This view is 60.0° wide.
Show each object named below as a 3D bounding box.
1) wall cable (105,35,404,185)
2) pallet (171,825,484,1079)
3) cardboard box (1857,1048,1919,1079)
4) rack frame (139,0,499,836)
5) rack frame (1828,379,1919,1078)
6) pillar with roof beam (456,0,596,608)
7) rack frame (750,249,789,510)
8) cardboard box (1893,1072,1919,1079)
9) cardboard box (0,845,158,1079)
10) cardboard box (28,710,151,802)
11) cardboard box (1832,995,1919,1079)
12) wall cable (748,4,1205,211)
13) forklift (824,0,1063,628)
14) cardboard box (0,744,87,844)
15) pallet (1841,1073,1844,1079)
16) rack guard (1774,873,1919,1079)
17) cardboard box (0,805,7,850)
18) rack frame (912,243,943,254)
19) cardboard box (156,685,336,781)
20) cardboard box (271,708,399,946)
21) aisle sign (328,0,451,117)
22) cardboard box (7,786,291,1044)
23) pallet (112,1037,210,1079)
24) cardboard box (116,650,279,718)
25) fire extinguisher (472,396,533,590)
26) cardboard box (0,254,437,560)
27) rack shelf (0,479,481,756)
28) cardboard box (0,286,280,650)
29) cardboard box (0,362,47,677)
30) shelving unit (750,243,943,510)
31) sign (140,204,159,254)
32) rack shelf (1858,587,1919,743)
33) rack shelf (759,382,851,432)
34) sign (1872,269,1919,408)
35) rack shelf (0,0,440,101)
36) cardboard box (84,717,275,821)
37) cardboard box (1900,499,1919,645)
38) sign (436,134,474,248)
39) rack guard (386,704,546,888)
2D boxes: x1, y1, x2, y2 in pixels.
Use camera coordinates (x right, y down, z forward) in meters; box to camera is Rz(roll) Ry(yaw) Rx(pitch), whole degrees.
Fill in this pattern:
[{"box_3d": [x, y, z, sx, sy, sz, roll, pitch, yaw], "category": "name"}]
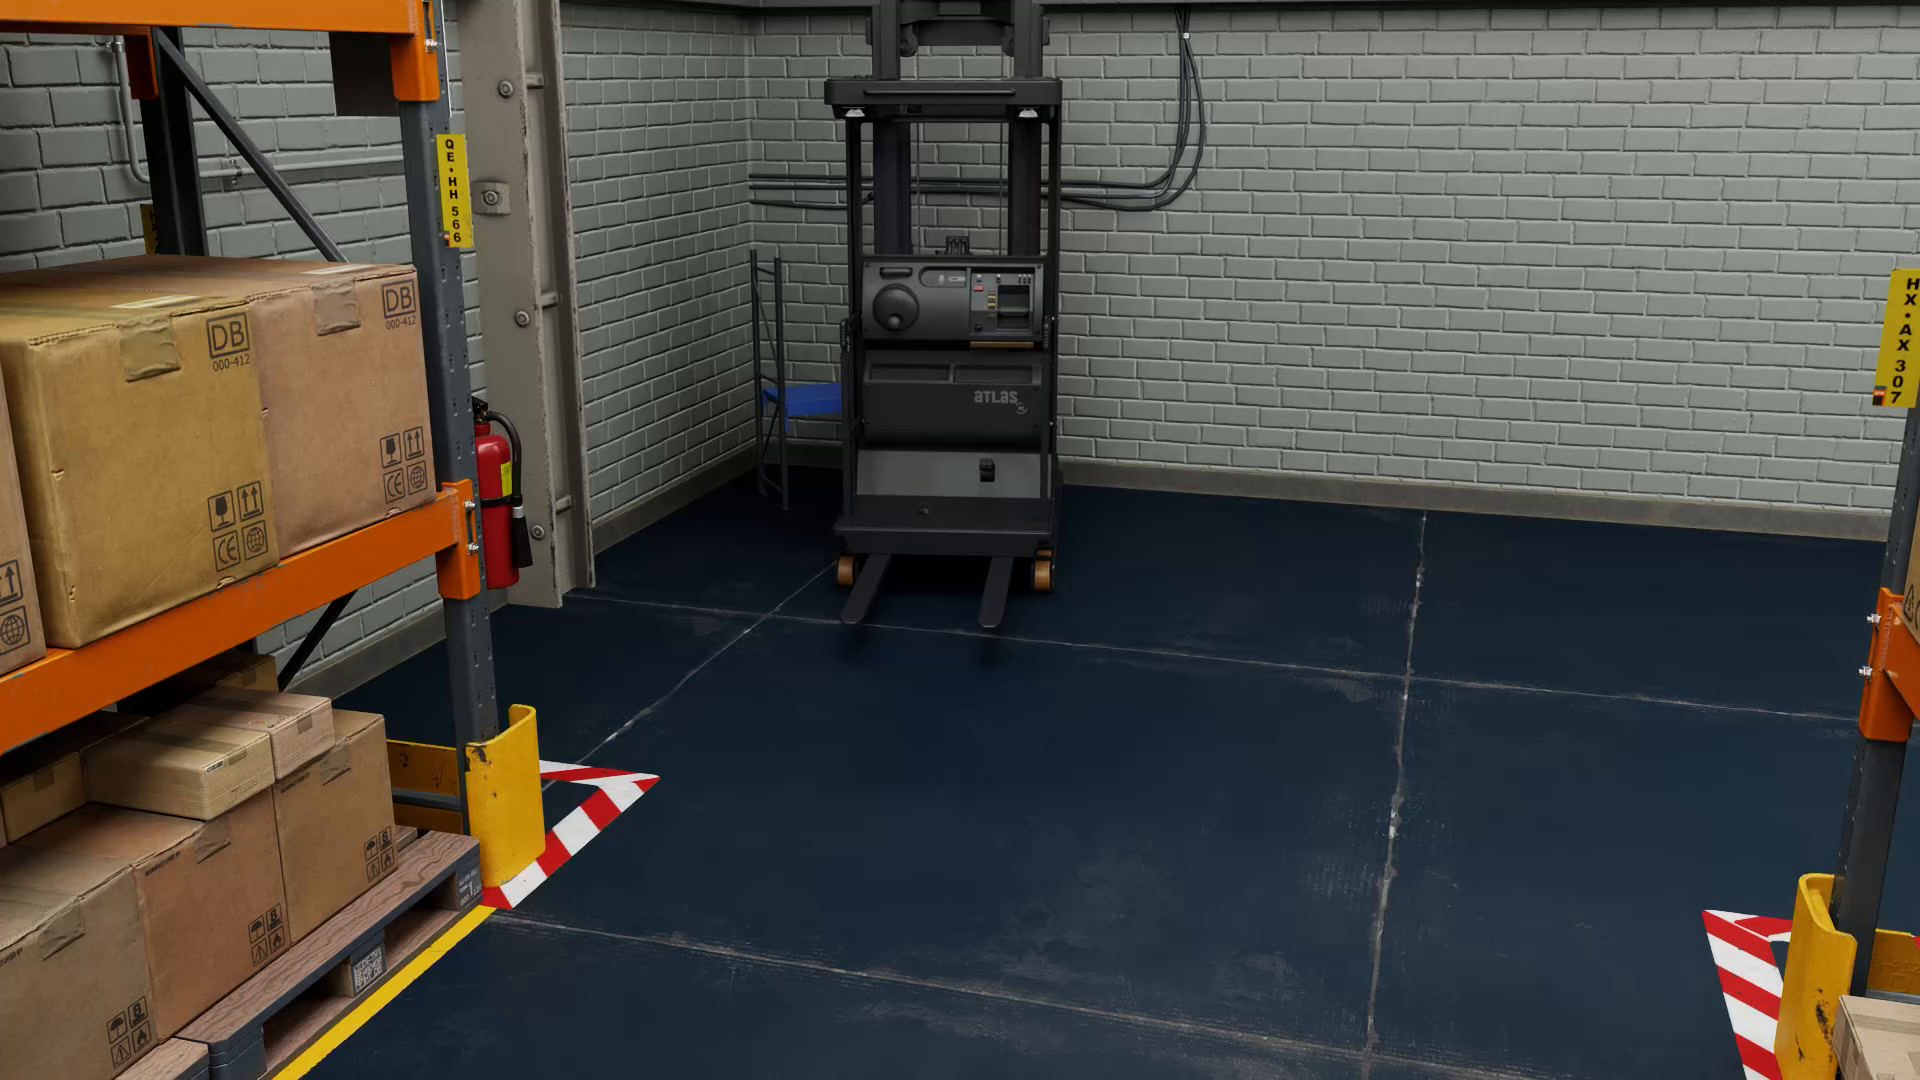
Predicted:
[{"box_3d": [-2.546, -1.296, 6.539, 0.084, 1.984, 1.851, 5, 16, 16], "category": "wall cable"}, {"box_3d": [-2.155, 1.158, 4.859, 1.003, 0.211, 1.213, 5, 16, 16], "category": "pallet"}, {"box_3d": [2.228, 1.284, 3.691, 0.380, 0.166, 0.250, 5, 16, 16], "category": "cardboard box"}, {"box_3d": [-2.003, -0.399, 5.238, 1.000, 3.000, 0.127, 5, 16, 16], "category": "rack frame"}, {"box_3d": [2.747, -0.015, 3.887, 1.000, 3.000, 0.127, 5, 16, 16], "category": "rack frame"}, {"box_3d": [2.062, -3.724, 5.969, 9.100, 9.000, 0.400, 5, 16, 16], "category": "pillar with roof beam"}, {"box_3d": [-1.144, -0.962, 9.973, 0.032, 1.500, 0.500, -7, 17, -24], "category": "rack frame"}, {"box_3d": [2.179, 1.347, 3.317, 0.500, 0.250, 0.500, 5, 16, 16], "category": "cardboard box"}, {"box_3d": [-2.391, 1.055, 3.923, 0.700, 0.500, 0.500, 4, 16, 14], "category": "cardboard box"}, {"box_3d": [-2.406, 0.565, 4.463, 0.380, 0.149, 0.250, 5, 16, 16], "category": "cardboard box"}, {"box_3d": [2.299, 1.227, 3.924, 0.380, 0.149, 0.250, 5, 16, 16], "category": "cardboard box"}, {"box_3d": [-0.053, -3.243, 9.962, 3.097, 2.526, 0.112, 5, 16, 16], "category": "wall cable"}, {"box_3d": [-0.053, -1.239, 8.326, 1.130, 2.935, 3.031, 1, 16, 5], "category": "forklift"}, {"box_3d": [-2.477, 0.631, 4.232, 0.380, 0.149, 0.250, 5, 17, 16], "category": "cardboard box"}, {"box_3d": [2.500, 1.555, 3.462, 1.003, 0.211, 1.213, 5, 16, 16], "category": "pallet"}, {"box_3d": [2.726, 1.207, 4.158, 1.175, 0.500, 0.348, 5, 16, 16], "category": "rack guard"}, {"box_3d": [-2.549, 0.697, 3.997, 0.380, 0.149, 0.250, 5, 17, 17], "category": "cardboard box"}, {"box_3d": [-0.220, -1.077, 10.380, 0.032, 1.500, 0.500, -7, 17, -24], "category": "rack frame"}, {"box_3d": [-1.968, 0.528, 4.592, 0.380, 0.149, 0.250, 4, 16, 15], "category": "cardboard box"}, {"box_3d": [-2.106, 0.793, 4.849, 0.700, 0.500, 0.500, 5, 16, 16], "category": "cardboard box"}, {"box_3d": [-1.695, -1.645, 4.867, 0.394, 0.787, 0.004, 5, 16, 16], "category": "aisle sign"}, {"box_3d": [-2.248, 0.924, 4.387, 0.700, 0.500, 0.500, 5, 16, 16], "category": "cardboard box"}, {"box_3d": [-2.504, 1.476, 3.738, 1.003, 0.211, 1.213, 5, 16, 16], "category": "pallet"}, {"box_3d": [-2.262, 0.432, 4.930, 0.380, 0.149, 0.250, 5, 17, 16], "category": "cardboard box"}, {"box_3d": [-1.518, -0.186, 5.312, 0.296, 0.674, 0.183, 5, 16, 16], "category": "fire extinguisher"}, {"box_3d": [-2.139, -0.409, 4.724, 0.980, 0.700, 0.700, 5, 17, 18], "category": "cardboard box"}, {"box_3d": [-2.572, 0.471, 3.491, 1.077, 0.370, 4.000, 5, 16, 16], "category": "rack shelf"}, {"box_3d": [-2.335, -0.218, 4.050, 0.980, 0.700, 0.700, 4, 16, 15], "category": "cardboard box"}, {"box_3d": [-2.560, -0.019, 3.349, 0.980, 0.700, 0.700, 4, 16, 13], "category": "cardboard box"}, {"box_3d": [-0.682, -1.020, 10.176, 1.048, 1.500, 0.538, -7, 17, -24], "category": "shelving unit"}, {"box_3d": [-2.534, -0.898, 5.266, 0.100, 0.325, 0.005, 5, 16, 16], "category": "sign"}, {"box_3d": [2.179, 0.854, 2.140, 1.077, 0.370, 4.000, 5, 16, 16], "category": "rack shelf"}, {"box_3d": [-0.682, -0.847, 10.225, 1.000, 0.185, 0.538, -7, 17, -24], "category": "rack shelf"}, {"box_3d": [2.227, -0.474, 3.917, 0.100, 0.325, 0.005, 5, 16, 16], "category": "sign"}, {"box_3d": [-2.572, -0.972, 3.082, 1.077, 0.370, 4.000, 5, 16, 16], "category": "rack shelf"}, {"box_3d": [-2.040, 0.595, 4.356, 0.380, 0.149, 0.250, 5, 17, 17], "category": "cardboard box"}, {"box_3d": [2.368, 0.032, 3.536, 0.500, 0.500, 0.500, 5, 17, 17], "category": "cardboard box"}, {"box_3d": [-1.487, -1.024, 4.886, 0.100, 0.325, 0.005, 5, 16, 16], "category": "sign"}, {"box_3d": [-1.996, 0.798, 5.601, 1.175, 0.500, 0.348, 5, 16, 16], "category": "rack guard"}]
